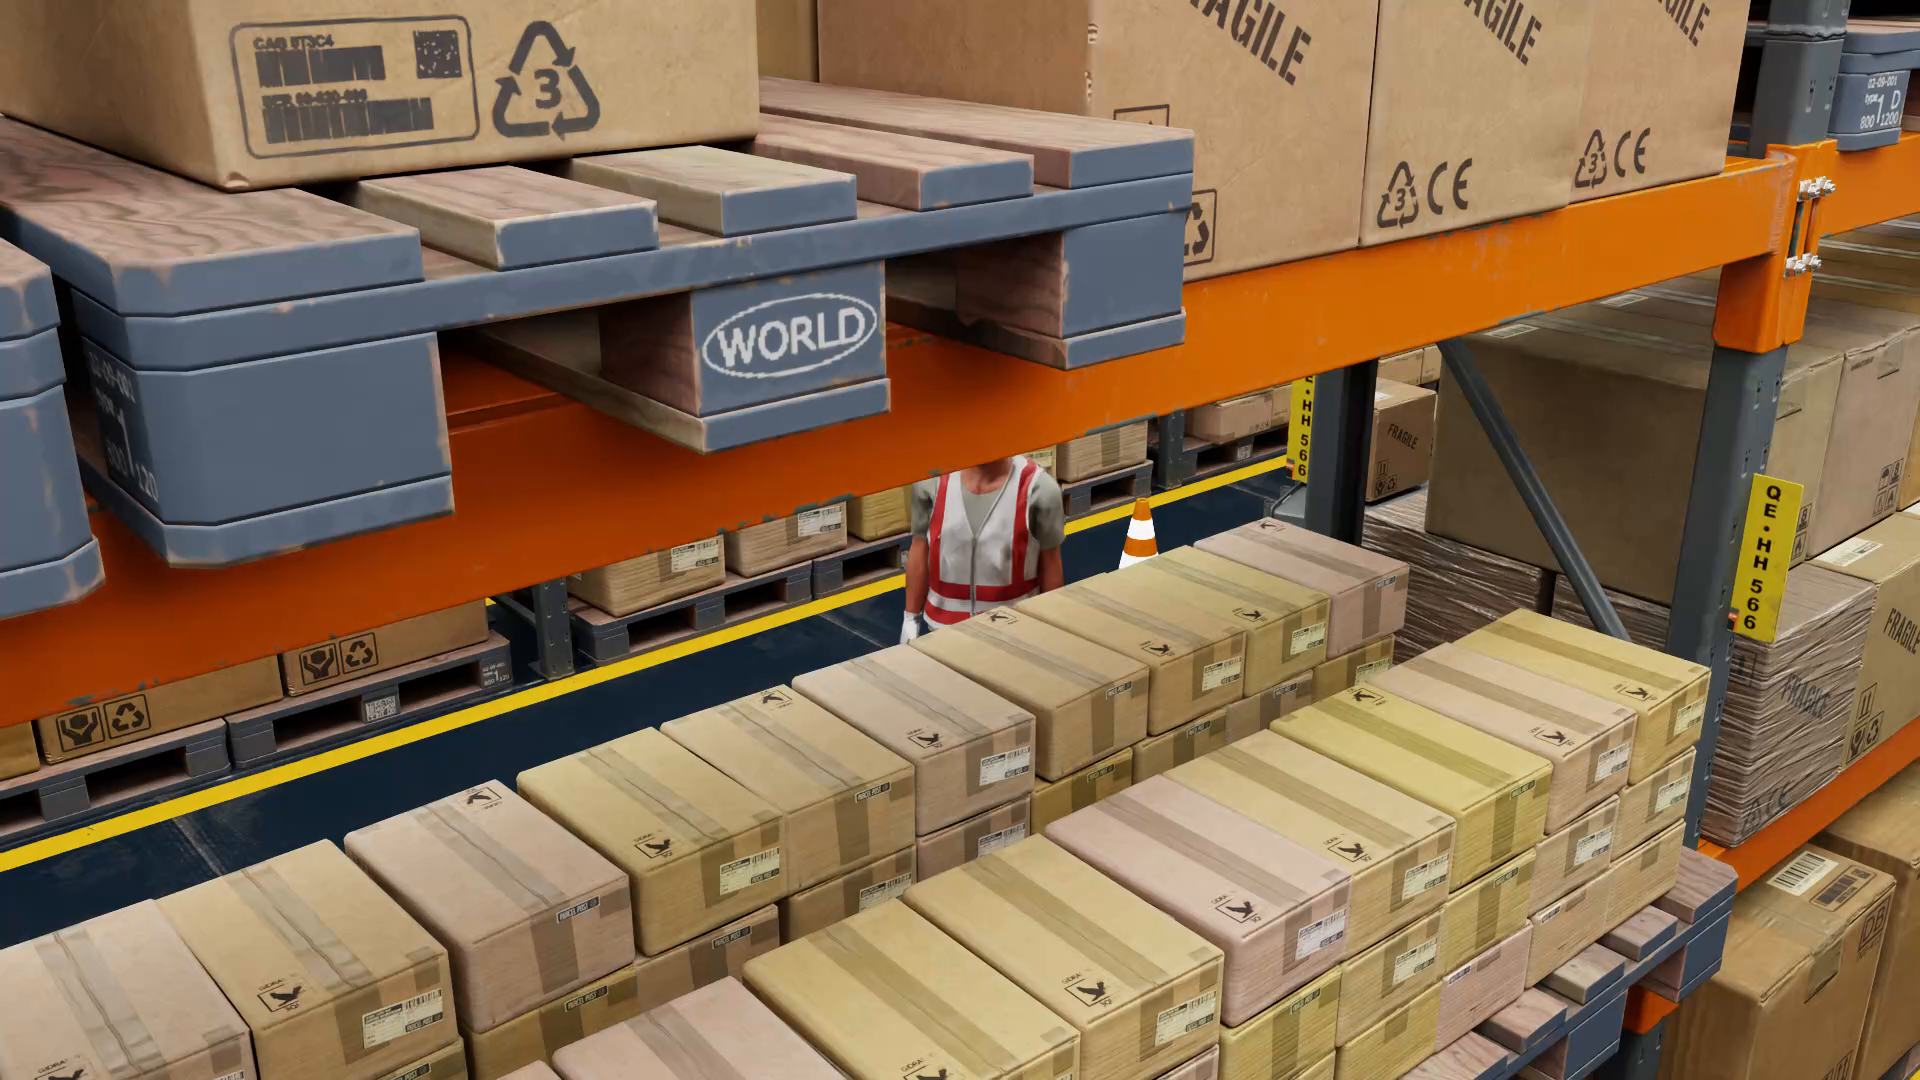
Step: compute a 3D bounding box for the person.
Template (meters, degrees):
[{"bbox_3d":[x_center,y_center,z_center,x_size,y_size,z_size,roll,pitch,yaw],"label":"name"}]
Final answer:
[{"bbox_3d":[0.074,0.433,5.734,0.572,1.547,0.572,5,21,12],"label":"person"}]
